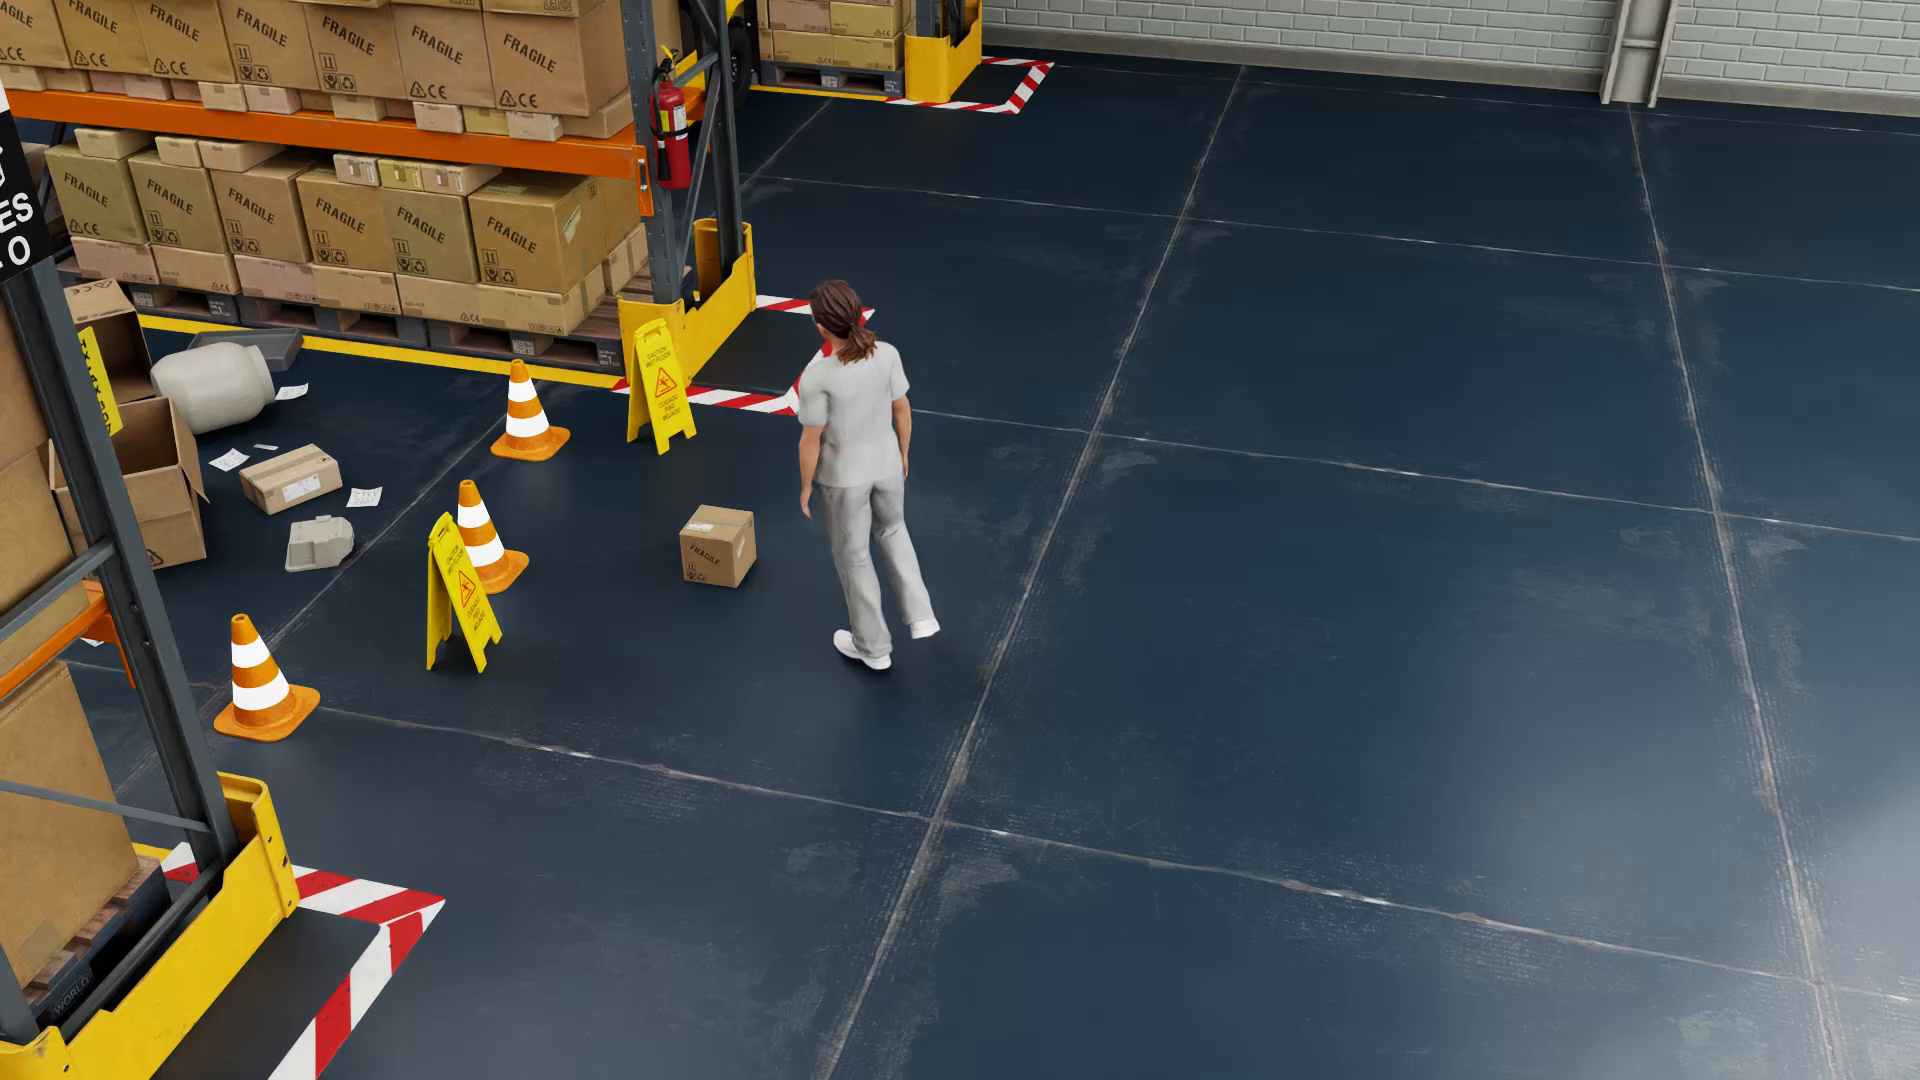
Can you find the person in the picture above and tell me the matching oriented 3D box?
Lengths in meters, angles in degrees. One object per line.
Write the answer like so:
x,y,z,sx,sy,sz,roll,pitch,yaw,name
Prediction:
-0.349,-0.237,6.478,0.555,1.667,0.428,-18,37,-26,person
